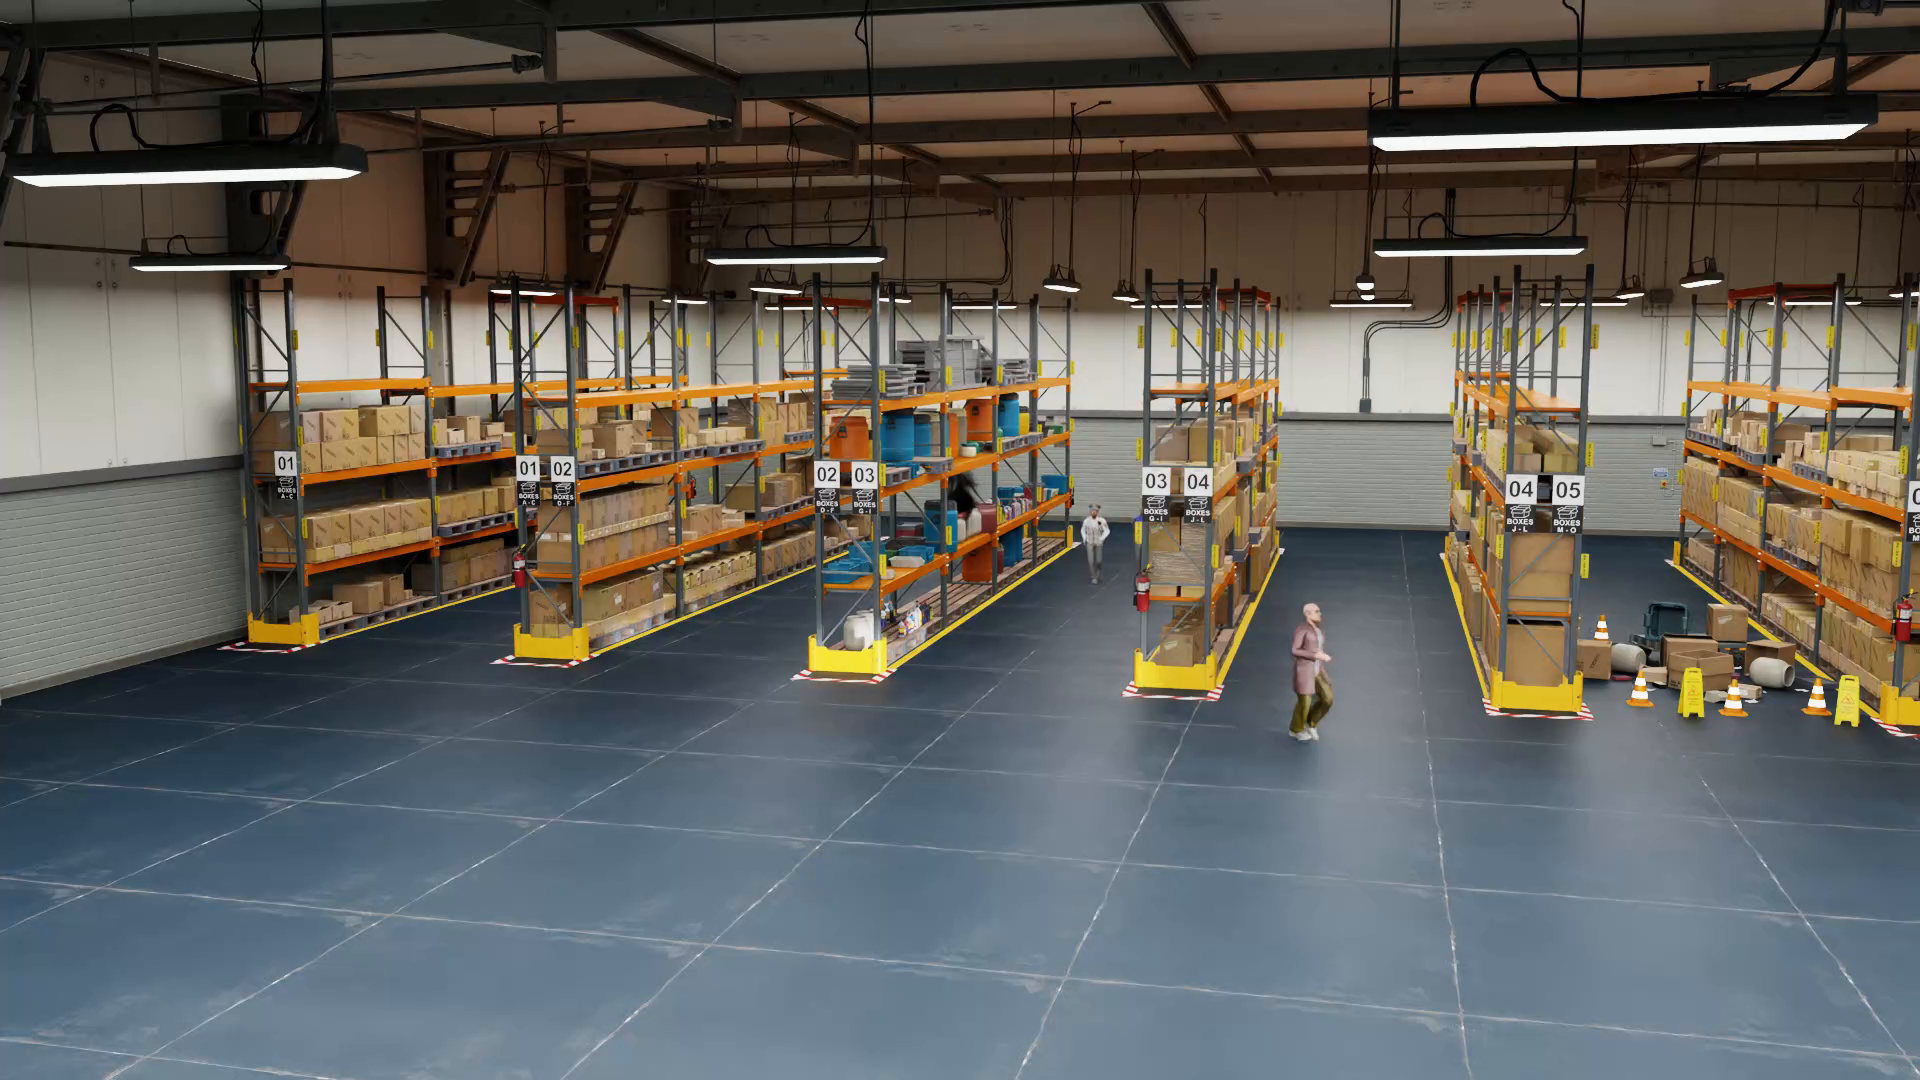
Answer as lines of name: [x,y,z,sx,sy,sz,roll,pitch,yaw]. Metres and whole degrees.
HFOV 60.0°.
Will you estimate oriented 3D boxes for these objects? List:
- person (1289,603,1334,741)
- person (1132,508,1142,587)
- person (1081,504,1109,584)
person: [4.369,1.645,20.640,0.677,1.730,0.705,-6,9,-39]
person: [3.805,0.101,34.324,0.547,1.656,1.070,2,7,14]
person: [2.780,0.068,34.348,0.599,1.652,0.544,1,7,12]
